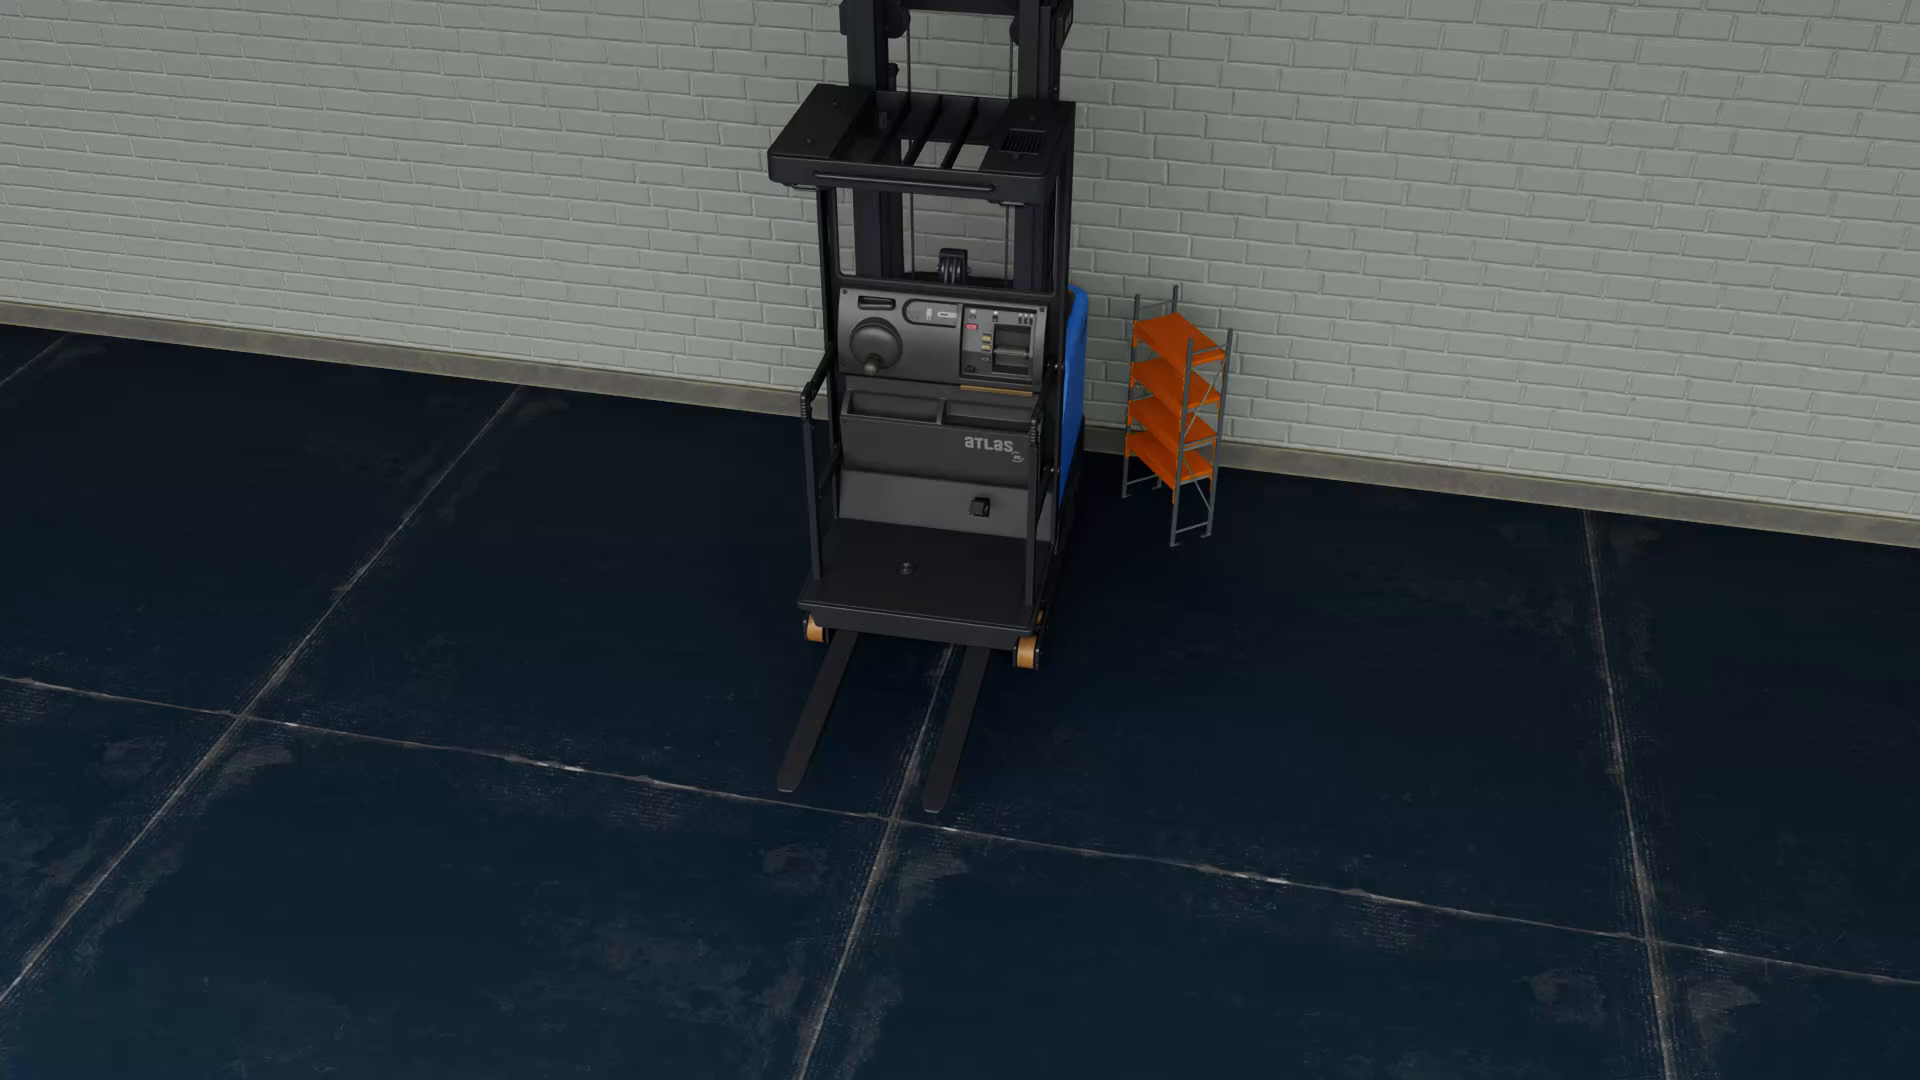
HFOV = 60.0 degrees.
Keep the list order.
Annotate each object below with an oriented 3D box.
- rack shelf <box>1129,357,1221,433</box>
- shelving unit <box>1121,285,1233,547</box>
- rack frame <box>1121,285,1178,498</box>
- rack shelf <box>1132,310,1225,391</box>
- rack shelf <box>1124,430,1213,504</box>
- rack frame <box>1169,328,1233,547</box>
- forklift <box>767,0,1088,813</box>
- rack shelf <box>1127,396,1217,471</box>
[{"bbox_3d":[1.073,-0.739,8.251,0.258,0.148,0.480,-16,39,-21],"label":"rack shelf"},{"bbox_3d":[1.073,-0.612,8.343,0.258,1.200,0.503,-16,39,-21],"label":"shelving unit"},{"bbox_3d":[0.967,-0.741,8.521,0.240,1.200,0.015,-16,39,-21],"label":"rack frame"},{"bbox_3d":[1.073,-0.931,8.112,0.258,0.148,0.480,-16,39,-21],"label":"rack shelf"},{"bbox_3d":[1.073,-0.397,8.499,0.258,0.148,0.480,-16,39,-21],"label":"rack shelf"},{"bbox_3d":[1.179,-0.483,8.165,0.240,1.200,0.015,-16,39,-21],"label":"rack frame"},{"bbox_3d":[-0.120,-0.827,7.163,1.130,2.935,3.031,7,36,9],"label":"forklift"},{"bbox_3d":[1.073,-0.558,8.382,0.258,0.148,0.480,-16,39,-21],"label":"rack shelf"}]
